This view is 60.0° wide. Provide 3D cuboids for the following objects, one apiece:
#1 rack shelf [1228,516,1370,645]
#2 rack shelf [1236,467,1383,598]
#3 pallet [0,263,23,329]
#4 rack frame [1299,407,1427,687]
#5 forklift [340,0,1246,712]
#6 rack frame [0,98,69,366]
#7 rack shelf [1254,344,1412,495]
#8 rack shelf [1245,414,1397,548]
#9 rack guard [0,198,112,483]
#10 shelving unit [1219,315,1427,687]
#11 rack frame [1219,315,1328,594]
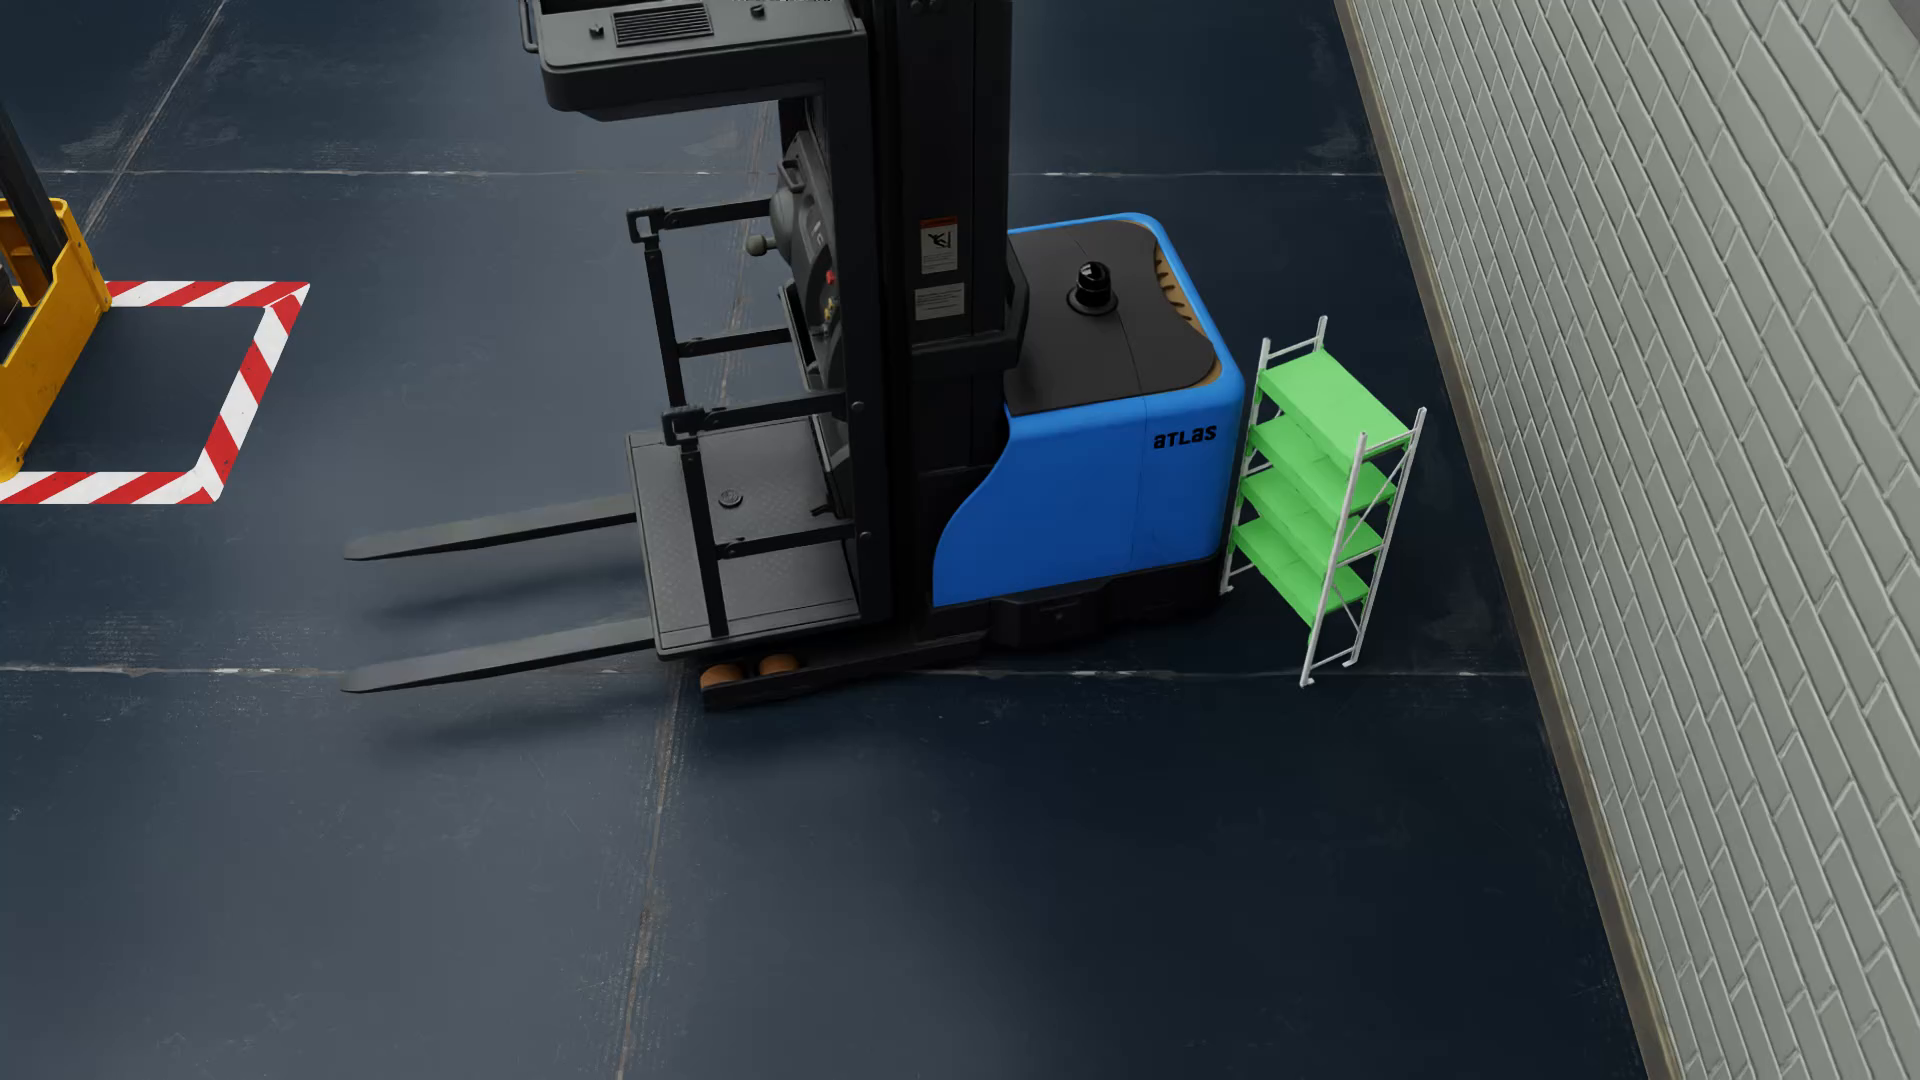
[{"bbox_3d":[1.172,0.107,5.746,0.258,0.148,0.480,-22,51,-19],"label":"rack shelf"},{"bbox_3d":[1.172,-0.057,5.571,0.258,0.148,0.480,-22,51,-19],"label":"rack shelf"},{"bbox_3d":[-4.661,-0.746,6.800,1.213,0.211,1.003,0,47,0],"label":"pallet"},{"bbox_3d":[1.288,0.057,5.378,0.240,1.200,0.015,-22,51,-19],"label":"rack frame"},{"bbox_3d":[-0.649,-0.845,5.034,3.031,2.935,1.130,-10,48,-9],"label":"forklift"},{"bbox_3d":[-3.773,-1.667,5.753,0.127,3.000,1.000,0,47,0],"label":"rack frame"},{"bbox_3d":[1.172,-0.384,5.219,0.258,0.148,0.480,-22,51,-19],"label":"rack shelf"},{"bbox_3d":[1.172,-0.220,5.395,0.258,0.148,0.480,-22,51,-19],"label":"rack shelf"},{"bbox_3d":[-3.849,-0.816,6.668,0.348,0.500,1.175,0,47,0],"label":"rack guard"},{"bbox_3d":[1.172,-0.100,5.524,0.258,1.200,0.503,-22,51,-19],"label":"shelving unit"},{"bbox_3d":[1.056,-0.257,5.670,0.240,1.200,0.015,-22,51,-19],"label":"rack frame"}]
